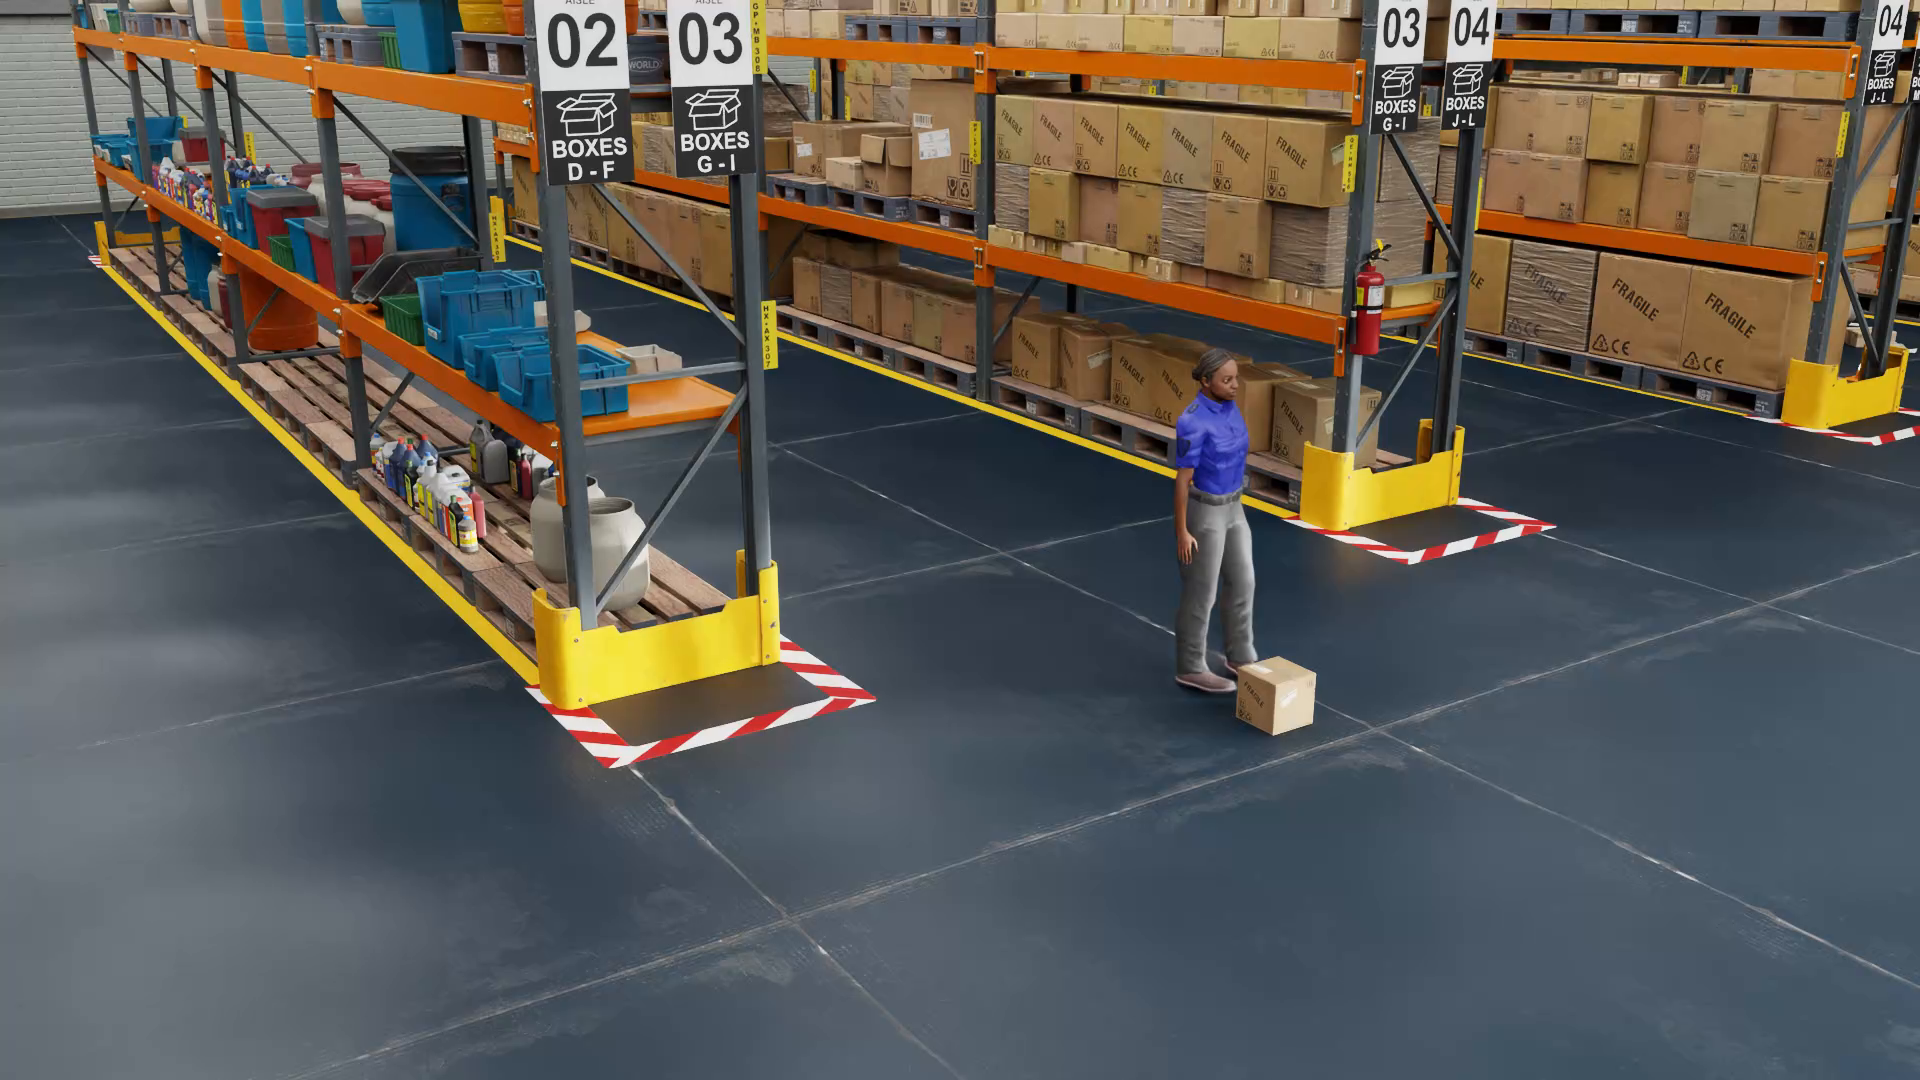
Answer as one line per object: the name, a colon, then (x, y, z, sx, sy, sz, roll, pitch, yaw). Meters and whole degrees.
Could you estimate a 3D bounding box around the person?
person: (1.258, -0.064, 7.802, 0.434, 1.707, 0.530, 14, 23, 36)
